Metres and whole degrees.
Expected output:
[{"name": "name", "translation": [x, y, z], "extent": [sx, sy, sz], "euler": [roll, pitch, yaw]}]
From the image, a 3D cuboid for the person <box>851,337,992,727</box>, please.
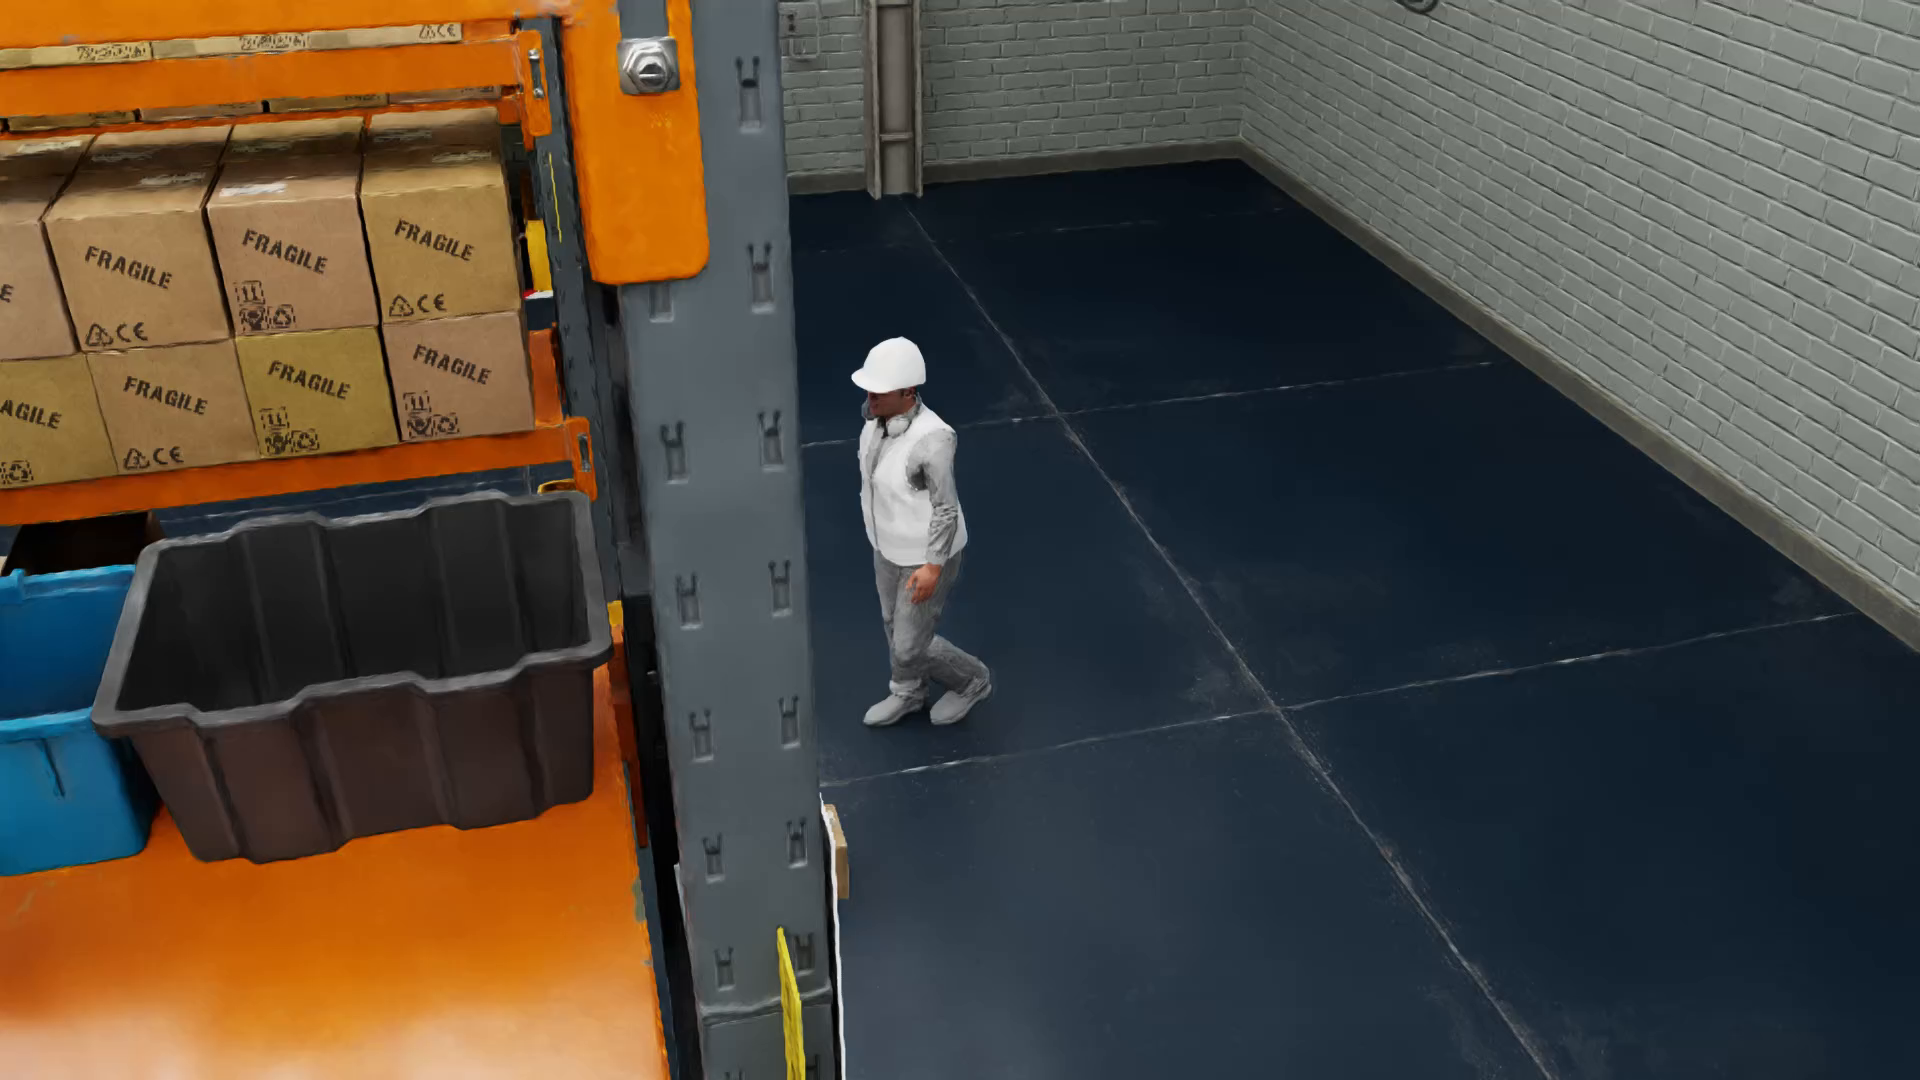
[{"name": "person", "translation": [-0.169, -0.002, 6.604], "extent": [0.540, 1.770, 0.553], "euler": [-19, 35, -29]}]
